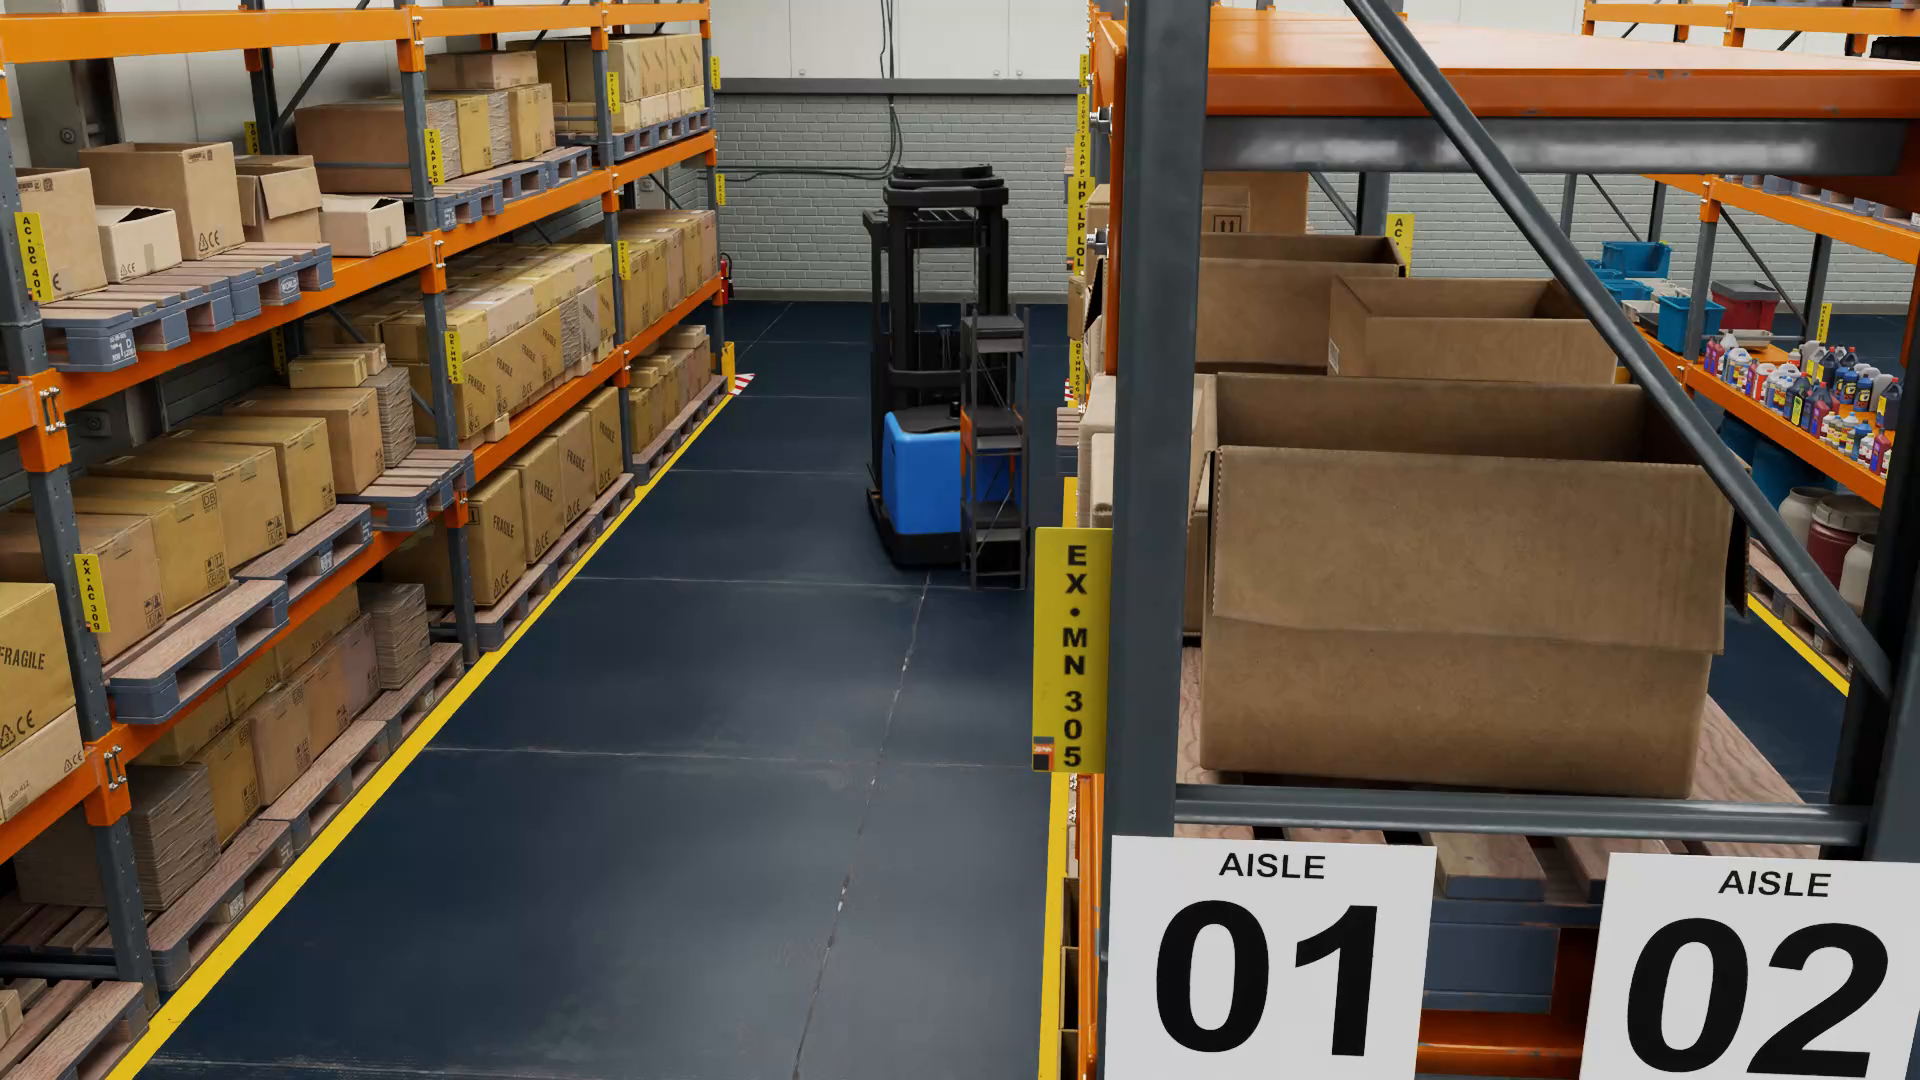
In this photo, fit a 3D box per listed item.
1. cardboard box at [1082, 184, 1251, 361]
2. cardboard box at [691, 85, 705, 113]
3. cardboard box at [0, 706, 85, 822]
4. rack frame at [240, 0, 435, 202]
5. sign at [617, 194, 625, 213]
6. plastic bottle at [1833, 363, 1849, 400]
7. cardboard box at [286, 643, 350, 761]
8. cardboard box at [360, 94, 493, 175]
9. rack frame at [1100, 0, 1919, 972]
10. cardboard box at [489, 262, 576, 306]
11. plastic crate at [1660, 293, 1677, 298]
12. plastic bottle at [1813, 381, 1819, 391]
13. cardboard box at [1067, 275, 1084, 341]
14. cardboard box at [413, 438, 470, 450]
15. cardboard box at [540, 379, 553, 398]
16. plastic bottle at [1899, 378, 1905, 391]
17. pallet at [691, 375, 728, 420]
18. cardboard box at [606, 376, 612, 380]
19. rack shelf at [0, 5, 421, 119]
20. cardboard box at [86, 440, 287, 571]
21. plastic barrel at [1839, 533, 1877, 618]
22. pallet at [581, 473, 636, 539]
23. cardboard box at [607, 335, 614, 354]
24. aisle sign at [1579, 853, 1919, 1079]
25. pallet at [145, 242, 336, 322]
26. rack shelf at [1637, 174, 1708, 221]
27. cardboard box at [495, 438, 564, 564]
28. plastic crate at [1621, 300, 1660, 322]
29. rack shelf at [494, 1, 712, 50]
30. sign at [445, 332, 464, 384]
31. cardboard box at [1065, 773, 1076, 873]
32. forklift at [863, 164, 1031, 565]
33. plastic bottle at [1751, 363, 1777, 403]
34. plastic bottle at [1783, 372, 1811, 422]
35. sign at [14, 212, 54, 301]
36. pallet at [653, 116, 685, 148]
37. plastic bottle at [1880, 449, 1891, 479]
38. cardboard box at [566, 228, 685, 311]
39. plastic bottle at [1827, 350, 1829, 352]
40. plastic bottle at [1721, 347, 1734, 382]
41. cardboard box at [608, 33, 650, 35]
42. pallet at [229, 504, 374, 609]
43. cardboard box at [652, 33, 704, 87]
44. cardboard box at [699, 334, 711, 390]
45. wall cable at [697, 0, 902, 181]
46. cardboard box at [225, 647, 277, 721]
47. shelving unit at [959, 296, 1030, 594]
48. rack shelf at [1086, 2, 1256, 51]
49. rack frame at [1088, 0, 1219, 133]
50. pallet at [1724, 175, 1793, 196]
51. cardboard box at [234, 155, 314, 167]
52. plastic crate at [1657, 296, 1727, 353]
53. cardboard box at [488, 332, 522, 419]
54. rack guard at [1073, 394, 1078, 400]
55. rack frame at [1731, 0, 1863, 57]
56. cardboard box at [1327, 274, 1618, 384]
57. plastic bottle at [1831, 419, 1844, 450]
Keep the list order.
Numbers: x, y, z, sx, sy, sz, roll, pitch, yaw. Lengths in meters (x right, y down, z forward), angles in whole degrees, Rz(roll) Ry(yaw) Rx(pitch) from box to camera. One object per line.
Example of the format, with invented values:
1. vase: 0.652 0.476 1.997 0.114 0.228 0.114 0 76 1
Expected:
1. cardboard box: 0.669 -0.865 5.369 0.500 0.500 0.500 3 18 8
2. cardboard box: -2.900 -4.481 16.870 0.500 0.250 0.500 2 18 6
3. cardboard box: -3.704 0.829 6.283 0.500 0.250 0.500 1 18 4
4. rack frame: -3.686 -3.479 9.590 1.000 3.000 0.127 1 18 4
5. sign: -3.665 -3.576 18.003 0.100 0.325 0.005 1 18 4
6. plastic bottle: 6.589 -1.186 12.432 0.097 0.271 0.097 0 18 0
7. cardboard box: -3.846 0.887 9.206 0.700 0.500 0.500 1 18 4
8. cardboard box: -3.670 -2.800 11.466 0.700 0.500 0.500 2 18 7
9. rack frame: 0.682 -0.885 1.673 1.000 3.000 0.127 1 18 4
10. cardboard box: -3.260 -1.958 12.706 0.500 0.250 0.500 2 18 5
11. plastic crate: 6.858 -2.269 15.857 0.298 0.136 0.250 1 18 4
12. plastic bottle: 6.080 -0.995 11.848 0.097 0.271 0.097 0 18 0
13. cardboard box: 1.285 -1.866 13.467 0.700 0.500 0.500 -5 19 -15
14. cardboard box: -3.431 -0.616 10.856 0.380 0.149 0.250 1 18 3
15. cardboard box: -3.306 -1.174 12.560 0.380 0.149 0.250 2 18 6
16. plastic bottle: 6.664 -0.991 11.711 0.144 0.351 0.185 1 18 4
17. pallet: -3.092 -1.538 17.778 1.003 0.211 1.213 1 18 4
18. cardboard box: -3.398 -1.626 15.866 0.380 0.149 0.250 1 18 2
19. rack shelf: -3.829 -2.326 7.869 1.077 0.370 4.000 1 18 4
20. cardboard box: -3.839 -0.179 8.284 0.700 0.500 0.500 4 19 11
21. plastic barrel: 6.165 0.246 11.177 0.421 0.512 0.421 0 18 0
22. pallet: -3.379 -0.304 14.013 1.003 0.211 1.213 1 18 4
23. cardboard box: -3.141 -1.650 14.012 0.380 0.149 0.250 1 18 4
24. aisle sign: 0.983 0.757 2.119 0.394 0.787 0.004 1 18 4
25. pallet: -3.751 -1.234 7.856 1.213 0.211 1.003 1 18 4
26. rack shelf: 6.626 -3.354 15.181 1.077 0.370 4.000 1 18 4
27. cardboard box: -3.433 -0.304 12.311 0.750 0.750 0.750 1 18 4
28. plastic crate: 6.307 -2.100 15.343 0.293 0.136 0.466 1 18 4
29. rack shelf: -3.256 -4.811 15.451 1.077 0.370 4.000 1 18 4
30. sign: -3.144 -1.132 10.328 0.100 0.325 0.005 1 18 4
31. cardboard box: 0.743 1.270 7.571 0.500 0.311 0.500 2 18 5
32. forklift: -0.198 -1.623 13.668 1.130 2.935 3.031 -3 18 -8
33. plastic bottle: 6.003 -1.168 12.369 0.152 0.276 0.135 1 18 4
34. plastic bottle: 5.957 -1.021 11.802 0.144 0.351 0.185 1 18 4
35. sign: -3.431 -1.048 6.155 0.100 0.325 0.005 1 18 4
36. pallet: -3.240 -3.886 15.790 1.003 0.211 1.213 1 18 4
37. plastic bottle: 5.826 -0.484 10.401 0.097 0.201 0.097 0 18 0
38. cardboard box: -3.244 -2.634 16.164 0.980 0.700 0.700 0 18 1
39. plastic bottle: 6.750 -1.348 12.918 0.152 0.276 0.135 1 18 4
40. plastic bottle: 6.024 -1.376 13.013 0.097 0.271 0.097 0 18 0
41. cardboard box: -3.406 -4.849 16.790 0.500 0.500 0.500 1 18 2
42. pallet: -3.787 0.078 8.675 1.003 0.211 1.213 1 18 4
43. cardboard box: -2.893 -4.837 16.753 0.500 0.500 0.500 1 18 4
44. cardboard box: -3.063 -1.905 17.760 0.700 0.500 0.500 1 18 4
45. wall cable: -2.350 -6.237 22.993 3.097 2.526 0.112 1 18 4
46. cardboard box: -3.875 0.709 8.546 0.500 0.250 0.500 1 18 2
47. shelving unit: 0.246 -0.688 12.151 0.431 2.100 0.503 -3 18 -8
48. rack shelf: 1.399 -3.459 11.326 1.077 0.370 4.000 1 18 4
49. rack frame: 1.542 -4.612 13.047 1.000 3.000 0.127 1 18 4
50. pallet: 6.524 -2.740 12.453 1.213 0.211 1.003 1 18 4
51. cardboard box: -3.967 -1.893 9.372 0.500 0.500 0.500 1 18 4
52. plastic crate: 6.176 -1.823 14.099 0.392 0.384 0.575 1 18 4
53. cardboard box: -3.349 -1.135 11.398 0.500 0.500 0.500 2 18 6
54. rack guard: 1.823 -1.792 18.090 1.175 0.500 0.348 1 18 4
55. rack frame: 6.482 -4.501 12.706 1.000 3.000 0.127 1 18 4
56. cardboard box: 1.074 -0.283 3.593 0.500 0.500 0.500 1 18 4
57. plastic bottle: 5.877 -0.706 11.081 0.097 0.201 0.097 0 18 0
